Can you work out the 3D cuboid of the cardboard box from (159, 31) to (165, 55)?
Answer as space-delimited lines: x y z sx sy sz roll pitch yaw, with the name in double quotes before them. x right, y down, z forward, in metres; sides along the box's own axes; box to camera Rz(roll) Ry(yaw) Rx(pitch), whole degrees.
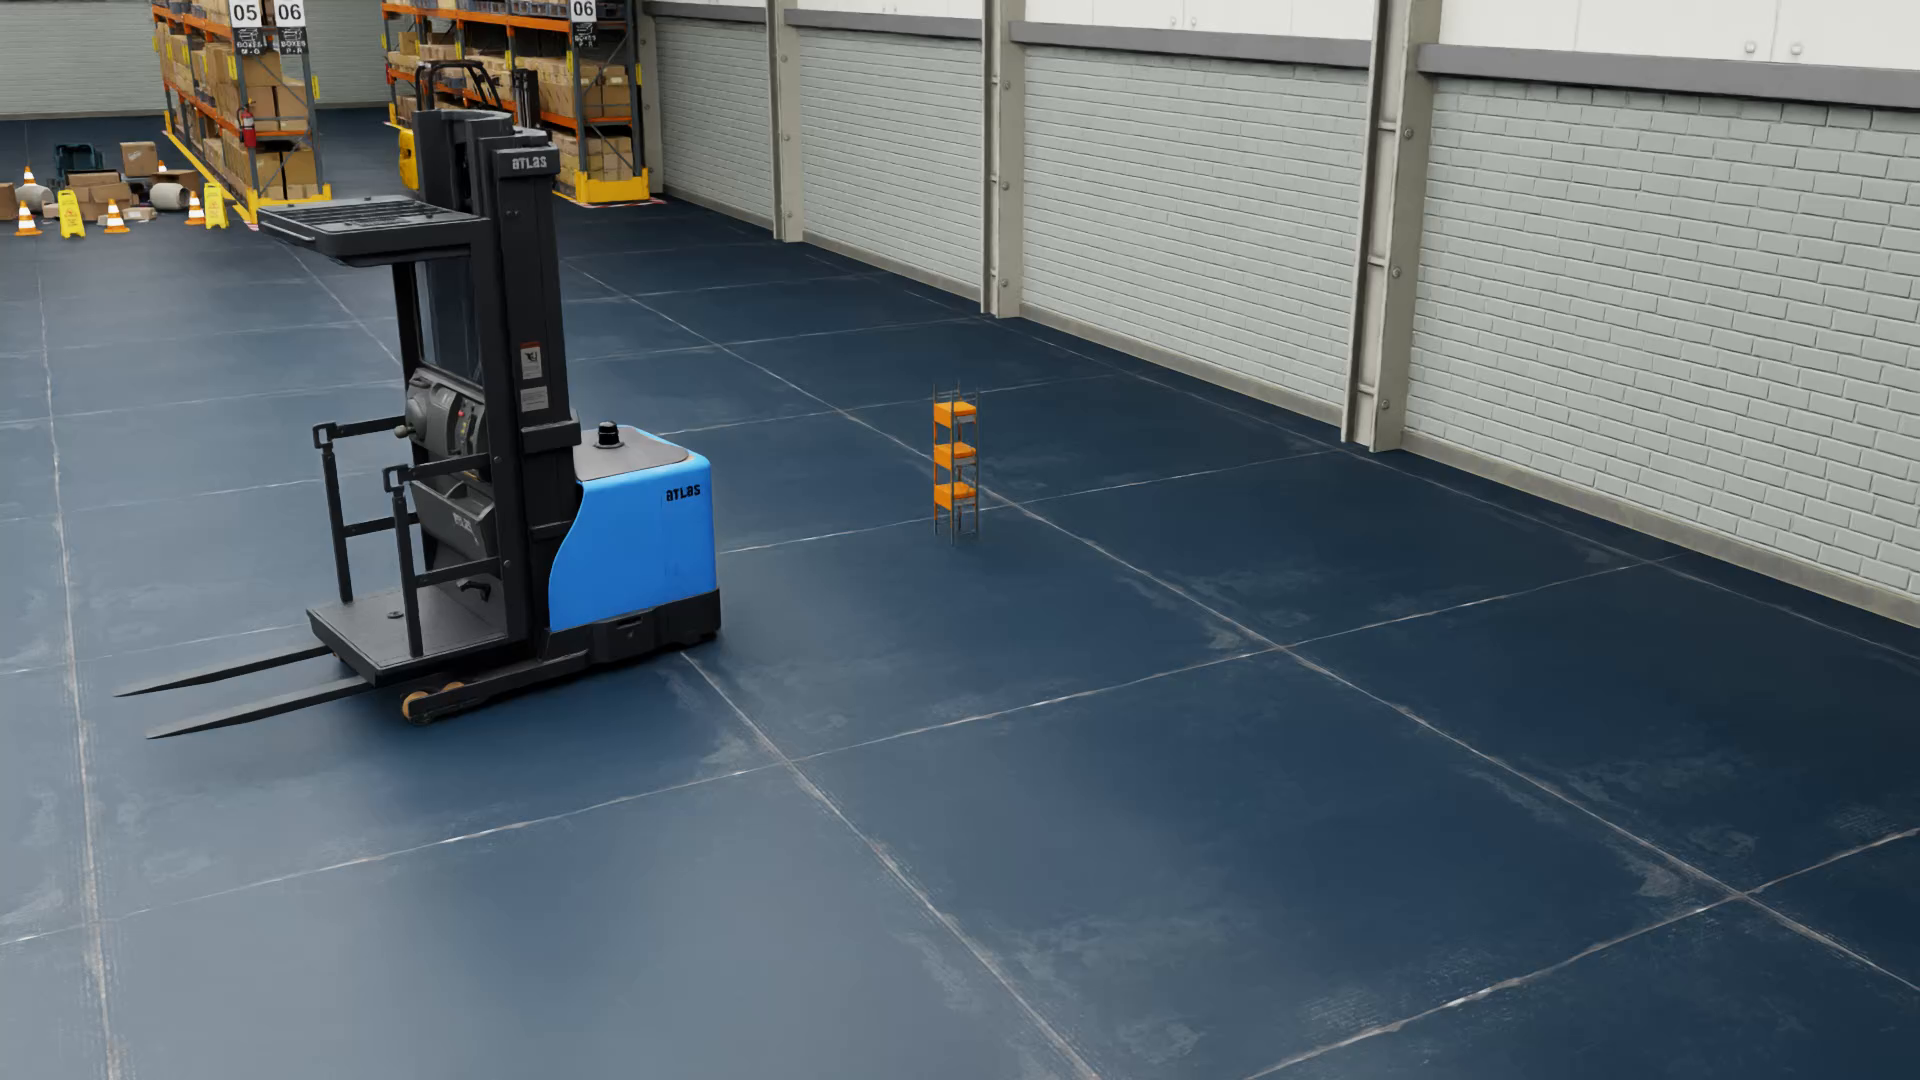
"cardboard box" -17.190 -10.882 36.384 0.500 0.500 0.500 -10 21 -27

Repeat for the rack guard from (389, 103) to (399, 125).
"rack guard" -13.267 -10.404 40.517 1.175 0.500 0.348 -10 21 -27

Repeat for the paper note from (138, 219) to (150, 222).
"paper note" -12.273 -4.804 25.008 0.142 0.019 0.148 16 25 39

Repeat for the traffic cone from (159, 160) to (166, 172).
"traffic cone" -13.793 -6.333 28.775 0.336 0.463 0.334 -10 21 -27

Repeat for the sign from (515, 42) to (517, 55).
"sign" -9.018 -9.946 33.580 0.100 0.325 0.005 -10 21 -27

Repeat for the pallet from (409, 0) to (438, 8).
"pallet" -11.156 -11.591 35.812 1.213 0.211 1.003 -10 21 -27

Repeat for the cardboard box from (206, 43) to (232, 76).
"cardboard box" -11.730 -7.744 26.832 0.700 0.500 0.500 -10 21 -26

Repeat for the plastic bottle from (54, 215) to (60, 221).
"plastic bottle" -13.613 -4.875 25.166 0.283 0.061 0.133 16 25 39

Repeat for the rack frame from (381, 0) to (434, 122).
"rack frame" -13.304 -11.608 40.173 1.000 3.000 0.127 -10 21 -27

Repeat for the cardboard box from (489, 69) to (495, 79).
"cardboard box" -8.552 -8.724 31.279 0.500 0.250 0.500 -10 21 -26

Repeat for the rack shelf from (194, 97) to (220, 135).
"rack shelf" -12.921 -7.627 29.740 1.077 0.370 4.000 -10 21 -27

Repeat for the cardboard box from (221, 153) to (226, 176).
"cardboard box" -12.223 -6.500 28.754 0.950 0.372 0.625 -10 21 -26

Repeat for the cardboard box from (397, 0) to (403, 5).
"cardboard box" -12.592 -12.254 37.831 0.380 0.149 0.250 -10 21 -26

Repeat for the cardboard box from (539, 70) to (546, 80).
"cardboard box" -6.969 -7.938 28.389 0.380 0.149 0.250 -10 22 -28

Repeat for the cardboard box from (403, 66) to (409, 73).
"cardboard box" -12.678 -10.902 38.513 0.380 0.149 0.250 -9 21 -25

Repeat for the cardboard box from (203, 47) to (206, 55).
"cardboard box" -12.879 -8.455 28.787 0.380 0.149 0.250 -11 22 -29

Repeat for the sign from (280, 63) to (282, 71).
"sign" -11.498 -7.889 28.067 0.100 0.325 0.005 -10 21 -27

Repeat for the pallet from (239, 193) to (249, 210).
"pallet" -11.038 -5.537 26.854 1.003 0.211 1.213 -10 21 -27

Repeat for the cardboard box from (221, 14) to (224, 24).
"cardboard box" -11.071 -7.975 25.432 0.380 0.149 0.250 -11 22 -28

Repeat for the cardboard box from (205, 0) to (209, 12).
"cardboard box" -11.751 -8.566 26.531 0.500 0.250 0.500 -10 21 -27

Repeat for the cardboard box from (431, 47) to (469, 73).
"cardboard box" -10.753 -10.158 35.174 0.700 0.500 0.500 -10 21 -27

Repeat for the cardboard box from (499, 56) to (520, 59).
"cardboard box" -8.880 -9.462 32.805 0.380 0.149 0.250 -10 21 -27

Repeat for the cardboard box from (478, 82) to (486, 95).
"cardboard box" -9.024 -8.783 32.217 0.500 0.250 0.500 -11 22 -28

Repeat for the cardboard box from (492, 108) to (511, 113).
"cardboard box" -9.478 -8.833 34.325 0.380 0.149 0.250 -9 21 -24

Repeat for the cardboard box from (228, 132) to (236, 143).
"cardboard box" -11.547 -6.473 26.718 0.380 0.149 0.250 -9 21 -24

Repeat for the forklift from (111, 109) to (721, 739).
"forklift" -2.827 -0.643 8.500 3.031 2.935 1.130 -15 24 -36

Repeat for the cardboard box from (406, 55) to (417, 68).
"cardboard box" -12.337 -10.925 37.966 0.500 0.250 0.500 -10 21 -27

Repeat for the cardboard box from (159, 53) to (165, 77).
"cardboard box" -17.695 -10.703 37.397 0.500 0.500 0.500 -10 21 -27

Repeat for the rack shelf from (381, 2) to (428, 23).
"rack shelf" -12.354 -12.112 38.137 1.077 0.370 4.000 -10 21 -27

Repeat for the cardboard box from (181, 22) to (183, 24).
"cardboard box" -17.323 -11.593 37.448 0.380 0.149 0.250 -10 21 -26

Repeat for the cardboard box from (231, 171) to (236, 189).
"cardboard box" -11.666 -5.929 27.287 0.500 0.250 0.500 -9 21 -24

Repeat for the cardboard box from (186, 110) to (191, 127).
"cardboard box" -16.400 -9.131 36.278 0.875 0.438 0.875 -11 22 -28

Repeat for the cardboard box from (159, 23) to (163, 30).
"cardboard box" -17.395 -11.290 36.572 0.380 0.149 0.250 -11 22 -28

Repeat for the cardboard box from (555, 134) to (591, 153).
"cardboard box" -6.447 -6.616 27.744 0.500 0.250 0.500 -10 21 -26

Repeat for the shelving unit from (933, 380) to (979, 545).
"shelving unit" -0.025 -0.512 11.005 0.215 1.050 0.252 -10 21 -27

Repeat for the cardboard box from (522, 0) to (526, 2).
"cardboard box" -7.294 -9.312 28.508 0.380 0.149 0.250 -9 21 -25

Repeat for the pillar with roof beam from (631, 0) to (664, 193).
"pillar with roof beam" -9.032 -9.523 24.935 9.100 9.000 0.400 -10 21 -27

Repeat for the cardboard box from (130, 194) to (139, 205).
"cardboard box" -13.474 -5.534 26.763 0.396 0.266 0.258 7 20 20

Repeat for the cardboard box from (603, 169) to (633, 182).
"cardboard box" -5.767 -6.085 27.738 0.500 0.250 0.500 -10 21 -26

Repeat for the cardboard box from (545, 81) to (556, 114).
"cardboard box" -6.652 -7.460 27.999 0.500 0.500 0.500 -10 22 -28

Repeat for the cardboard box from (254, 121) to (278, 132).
"cardboard box" -10.438 -6.200 24.887 0.380 0.149 0.250 -9 21 -25

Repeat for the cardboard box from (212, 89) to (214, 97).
"cardboard box" -12.569 -7.656 28.462 0.380 0.149 0.250 -11 22 -28

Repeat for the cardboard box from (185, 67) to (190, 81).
"cardboard box" -14.572 -8.953 31.943 0.500 0.250 0.500 -11 22 -28

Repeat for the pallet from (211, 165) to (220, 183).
"pallet" -12.926 -6.649 30.077 1.003 0.211 1.213 -10 21 -27

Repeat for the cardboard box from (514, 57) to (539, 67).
"cardboard box" -7.715 -8.520 29.621 0.380 0.149 0.250 -10 21 -26

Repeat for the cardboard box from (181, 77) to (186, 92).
"cardboard box" -15.088 -9.009 32.870 0.500 0.250 0.500 -10 22 -28

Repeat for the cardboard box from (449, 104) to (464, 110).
"cardboard box" -10.567 -9.122 35.164 0.380 0.149 0.250 -11 22 -29

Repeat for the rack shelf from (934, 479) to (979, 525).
"rack shelf" -0.025 -0.239 11.099 0.215 0.259 0.240 -10 21 -27

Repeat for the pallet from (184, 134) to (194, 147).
"pallet" -16.063 -8.602 35.736 1.003 0.211 1.213 -10 21 -27

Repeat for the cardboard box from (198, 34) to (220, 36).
"cardboard box" -15.338 -10.120 34.176 0.500 0.500 0.500 -9 21 -25

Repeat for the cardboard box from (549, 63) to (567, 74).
"cardboard box" -6.628 -7.857 27.699 0.380 0.149 0.250 -9 21 -25

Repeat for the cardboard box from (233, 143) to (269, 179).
"cardboard box" -11.167 -5.983 26.294 0.500 0.500 0.500 -11 22 -28

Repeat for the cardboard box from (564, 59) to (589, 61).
"cardboard box" -6.688 -8.321 29.043 0.380 0.149 0.250 -10 22 -28

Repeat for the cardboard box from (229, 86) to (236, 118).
"cardboard box" -10.806 -6.690 25.312 0.500 0.500 0.500 -10 21 -27

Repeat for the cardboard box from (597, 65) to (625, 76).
"cardboard box" -5.677 -7.639 27.067 0.380 0.149 0.250 -10 22 -28
